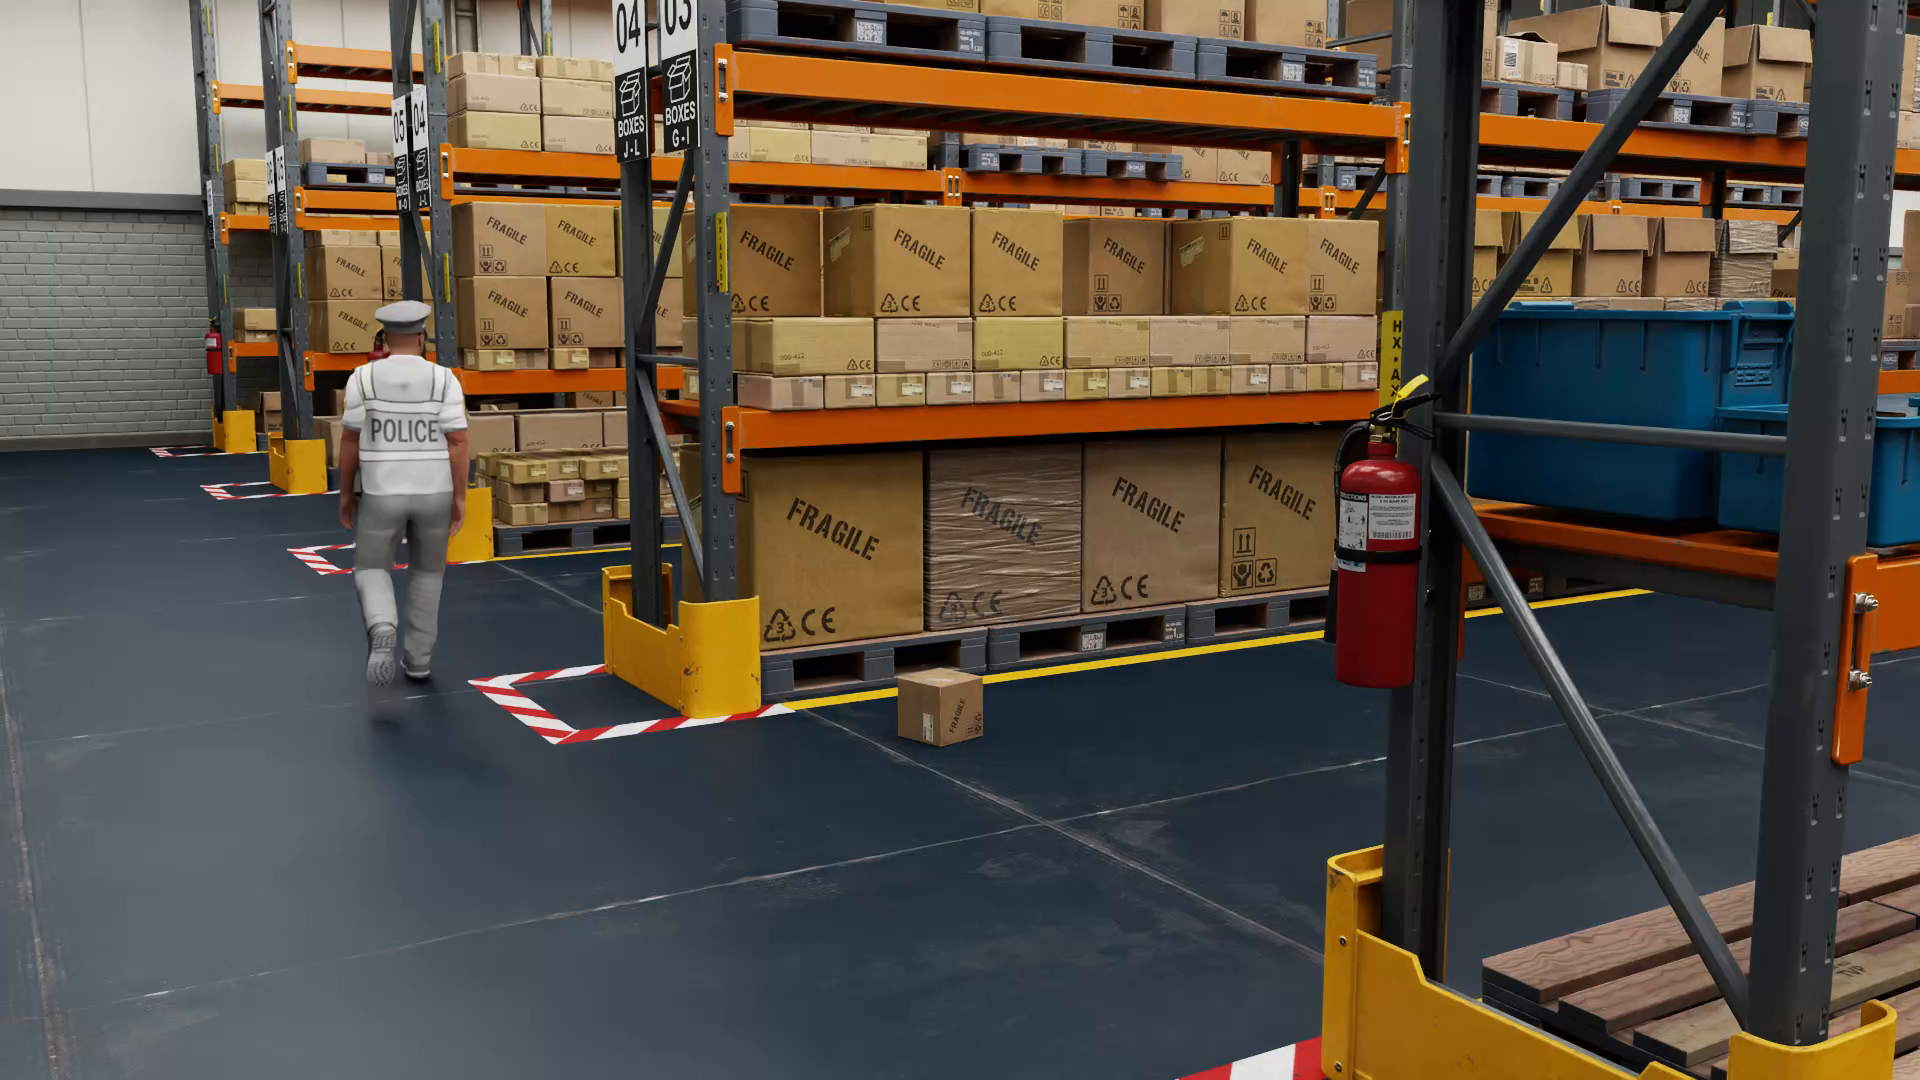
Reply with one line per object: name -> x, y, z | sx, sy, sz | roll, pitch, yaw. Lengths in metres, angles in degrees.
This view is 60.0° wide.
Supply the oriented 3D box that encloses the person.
person -> -2.538, -0.215, 7.601 | 0.578, 1.747, 0.694 | -3, 9, -19
